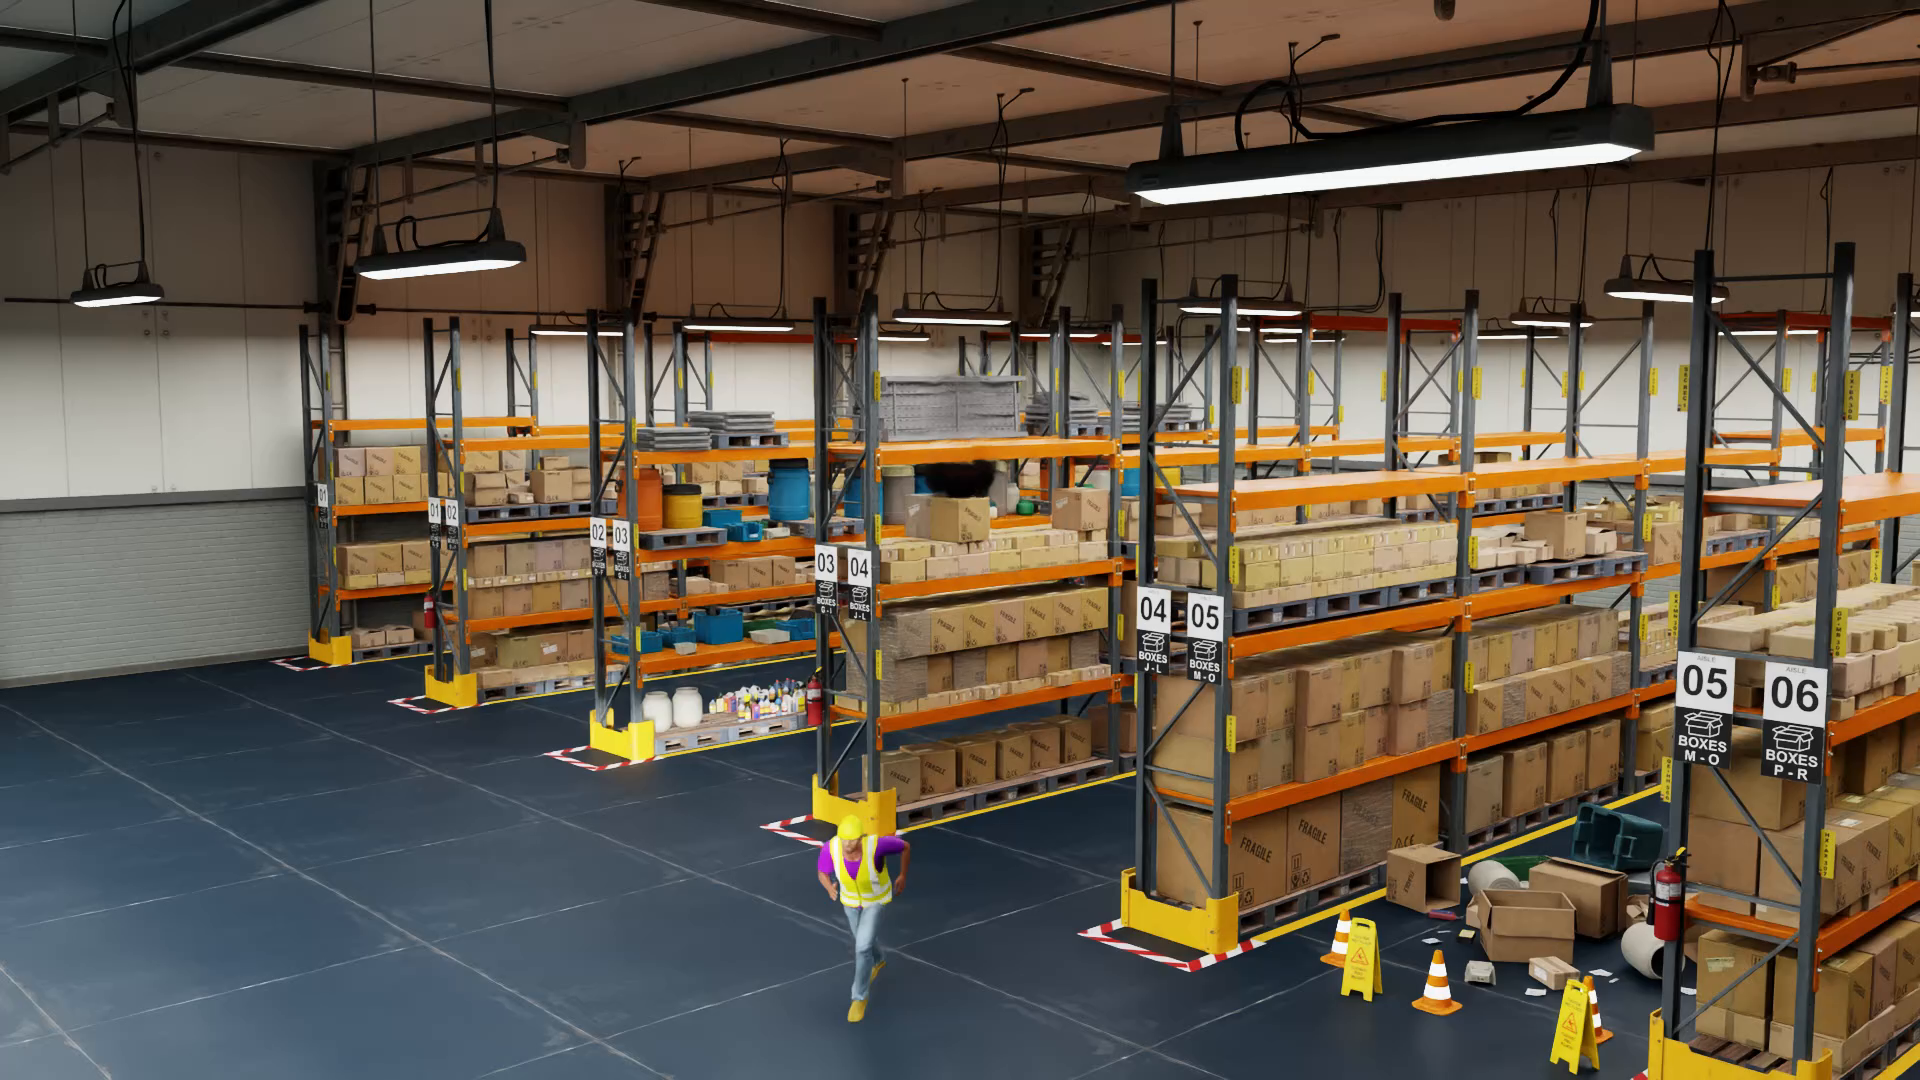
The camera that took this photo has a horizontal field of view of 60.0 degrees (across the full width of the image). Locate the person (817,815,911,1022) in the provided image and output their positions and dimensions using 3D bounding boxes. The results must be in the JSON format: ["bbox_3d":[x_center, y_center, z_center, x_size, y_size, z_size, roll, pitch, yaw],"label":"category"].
[{"bbox_3d":[-0.765,2.999,13.563,0.747,1.713,1.040,1,6,13],"label":"person"}]
